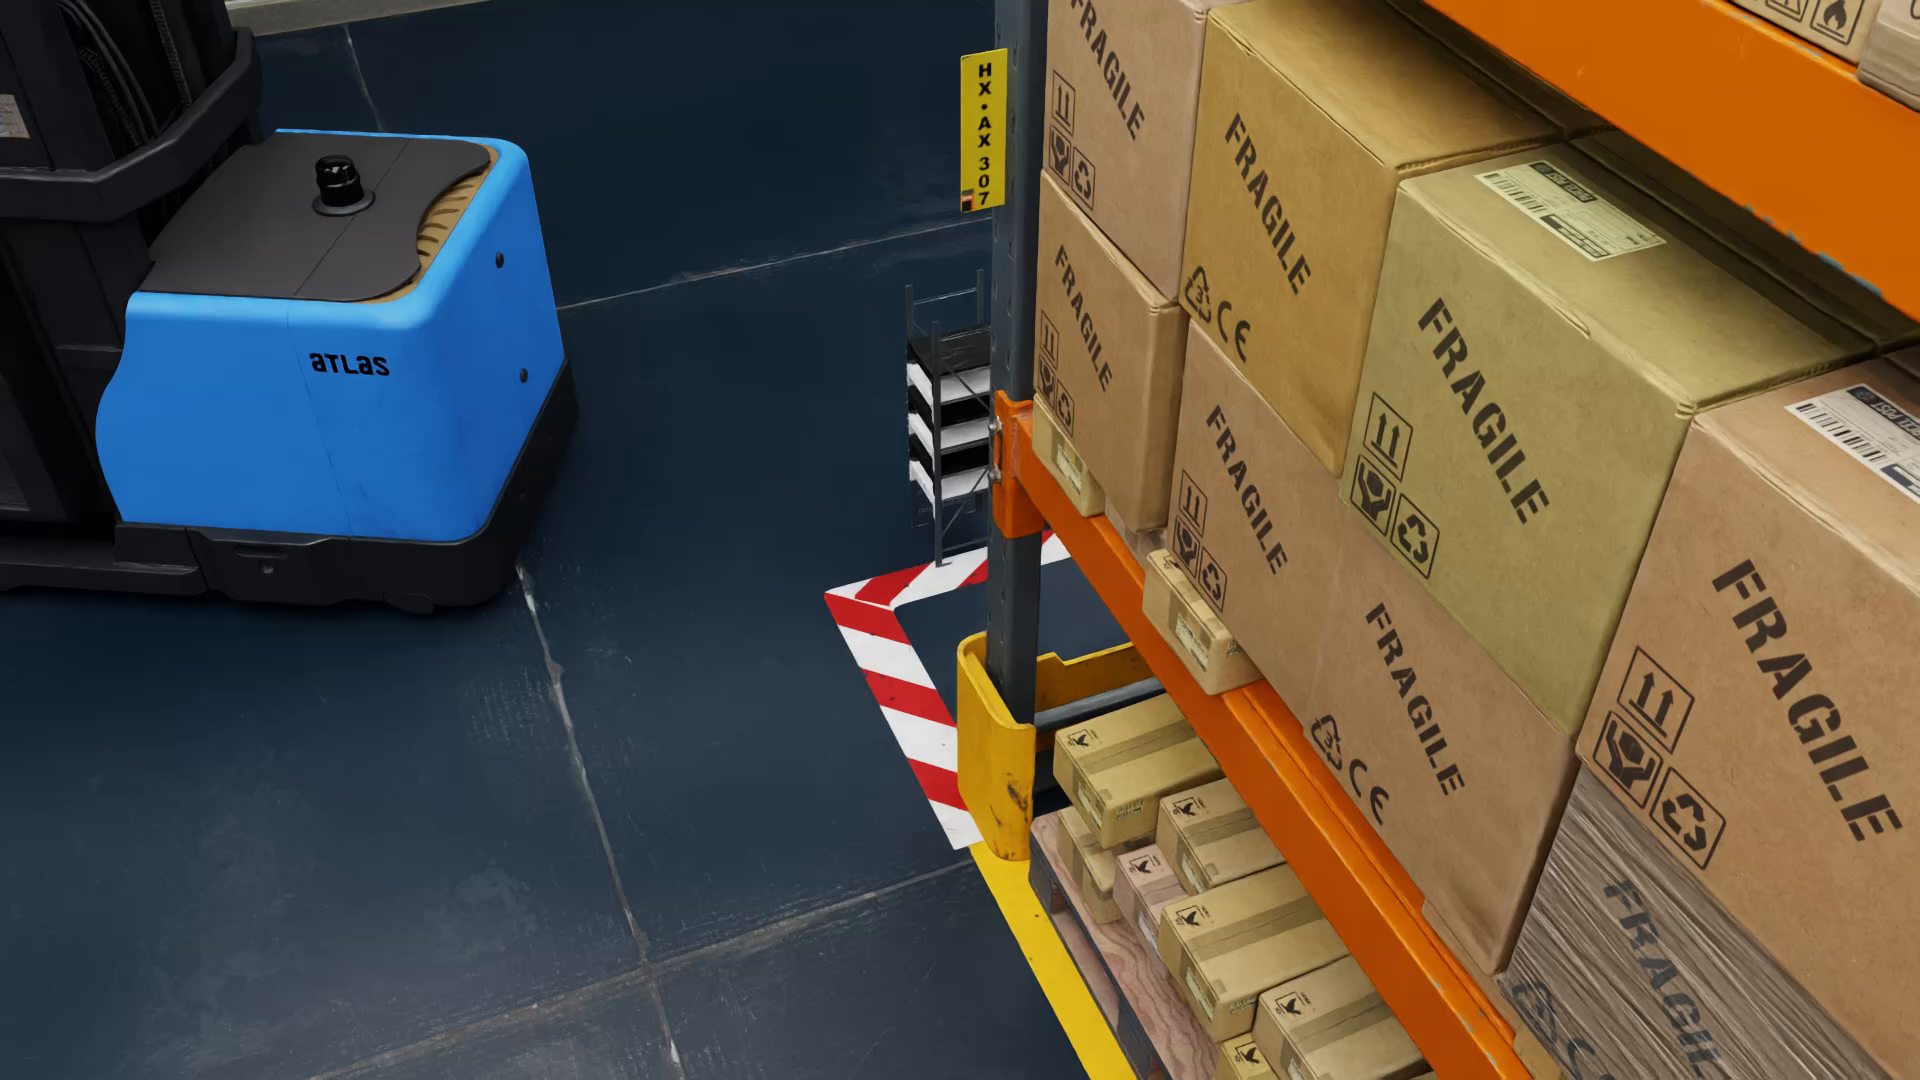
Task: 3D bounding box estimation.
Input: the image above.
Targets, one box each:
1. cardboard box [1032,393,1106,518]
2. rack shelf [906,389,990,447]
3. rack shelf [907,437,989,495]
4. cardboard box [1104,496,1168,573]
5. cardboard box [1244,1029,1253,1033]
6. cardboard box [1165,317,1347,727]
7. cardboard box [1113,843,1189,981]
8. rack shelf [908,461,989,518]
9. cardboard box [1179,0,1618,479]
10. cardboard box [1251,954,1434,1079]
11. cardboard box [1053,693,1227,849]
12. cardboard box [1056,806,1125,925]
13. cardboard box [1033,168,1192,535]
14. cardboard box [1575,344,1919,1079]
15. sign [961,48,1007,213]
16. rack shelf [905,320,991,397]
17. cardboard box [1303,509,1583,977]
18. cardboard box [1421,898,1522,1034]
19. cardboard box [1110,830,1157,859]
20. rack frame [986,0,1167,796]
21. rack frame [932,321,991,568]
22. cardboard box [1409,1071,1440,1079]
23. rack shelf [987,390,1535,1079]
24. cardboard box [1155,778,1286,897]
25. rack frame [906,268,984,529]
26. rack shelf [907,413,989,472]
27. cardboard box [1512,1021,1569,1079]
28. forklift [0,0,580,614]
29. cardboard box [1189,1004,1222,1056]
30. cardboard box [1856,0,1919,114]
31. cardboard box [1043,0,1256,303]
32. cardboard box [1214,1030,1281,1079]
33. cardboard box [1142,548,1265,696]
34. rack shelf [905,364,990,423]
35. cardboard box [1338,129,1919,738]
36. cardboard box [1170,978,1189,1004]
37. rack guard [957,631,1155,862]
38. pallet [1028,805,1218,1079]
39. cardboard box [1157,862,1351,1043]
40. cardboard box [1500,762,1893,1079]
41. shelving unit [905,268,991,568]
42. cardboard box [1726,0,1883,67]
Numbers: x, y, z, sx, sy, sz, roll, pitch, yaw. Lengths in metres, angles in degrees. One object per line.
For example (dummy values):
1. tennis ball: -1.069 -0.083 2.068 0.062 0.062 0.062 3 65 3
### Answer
1. cardboard box: 0.371 -0.218 3.396 0.380 0.149 0.250 -15 43 -17
2. rack shelf: -0.003 -0.389 4.925 0.258 0.077 0.200 -15 43 -17
3. rack shelf: -0.003 -0.253 5.043 0.258 0.077 0.200 -15 43 -17
4. cardboard box: 0.506 -0.075 3.229 0.380 0.149 0.250 -14 43 -15
5. cardboard box: 0.741 0.903 3.536 0.380 0.149 0.250 -15 43 -16
6. cardboard box: 0.694 -0.085 2.744 0.500 0.500 0.500 -15 43 -17
7. cardboard box: 0.565 0.778 3.682 0.380 0.149 0.250 -15 43 -17
8. rack shelf: -0.003 -0.184 5.101 0.258 0.077 0.200 -15 43 -17
9. cardboard box: 0.675 -0.481 2.437 0.500 0.500 0.500 -14 43 -16
10. cardboard box: 0.802 0.955 3.247 0.380 0.149 0.250 -17 44 -19
11. cardboard box: 0.436 0.506 3.769 0.380 0.149 0.250 -17 44 -19
12. cardboard box: 0.454 0.727 3.968 0.380 0.149 0.250 -14 43 -16
13. cardboard box: 0.466 -0.401 3.111 0.500 0.500 0.500 -13 42 -15
14. cardboard box: 1.052 0.144 1.710 0.500 0.500 0.500 -16 43 -18
15. sign: 0.048 -0.783 3.196 0.100 0.325 0.005 -15 43 -17
16. rack shelf: -0.003 -0.526 4.808 0.258 0.077 0.200 -15 43 -17
17. cardboard box: 0.870 0.213 2.397 0.500 0.500 0.500 -15 43 -16
18. cardboard box: 0.935 0.548 2.505 0.380 0.149 0.250 -16 43 -18
19. cardboard box: 0.513 0.598 3.890 0.380 0.149 0.250 -13 42 -15
20. rack frame: 0.549 -0.590 3.636 1.000 3.000 0.127 -15 43 -17
21. rack frame: 0.036 -0.285 4.891 0.240 0.900 0.006 -15 43 -17
22. cardboard box: 0.899 1.124 3.050 0.380 0.149 0.250 -14 43 -15
23. rack shelf: 1.315 0.887 2.469 1.077 0.370 4.000 -15 43 -17
24. cardboard box: 0.653 0.642 3.610 0.380 0.149 0.250 -14 43 -16
25. rack frame: -0.042 -0.407 5.034 0.240 0.900 0.006 -15 43 -17
26. rack shelf: -0.003 -0.321 4.984 0.258 0.077 0.200 -15 43 -17
27. cardboard box: 1.015 0.709 2.318 0.380 0.149 0.250 -14 43 -15
28. forklift: -2.835 -1.289 4.501 3.031 2.935 1.130 4 41 4
29. cardboard box: 0.731 1.012 3.637 0.380 0.149 0.250 -15 43 -16
30. cardboard box: 1.079 -0.397 1.226 0.500 0.250 0.500 -15 43 -17
31. cardboard box: 0.476 -0.783 2.789 0.500 0.500 0.500 -15 43 -17
32. cardboard box: 0.739 1.085 3.325 0.380 0.149 0.250 -14 43 -16
33. cardboard box: 0.560 0.100 3.025 0.380 0.149 0.250 -16 43 -18
34. rack shelf: -0.003 -0.458 4.867 0.258 0.077 0.200 -15 43 -17
35. cardboard box: 0.853 -0.162 2.066 0.500 0.500 0.500 -16 43 -18
36. cardboard box: 0.630 0.864 3.809 0.380 0.149 0.250 -15 43 -17
37. rack guard: 0.579 0.403 4.397 1.175 0.500 0.348 -15 43 -17
38. pallet: 0.857 1.011 3.912 1.003 0.211 1.213 -15 43 -17
39. cardboard box: 0.631 0.826 3.397 0.380 0.149 0.250 -15 43 -17
40. cardboard box: 1.071 0.518 2.042 0.500 0.500 0.500 -16 43 -18
41. shelving unit: -0.003 -0.346 4.962 0.258 0.900 0.210 -15 43 -17
42. cardboard box: 0.892 -0.711 1.591 0.500 0.250 0.500 -16 43 -18
